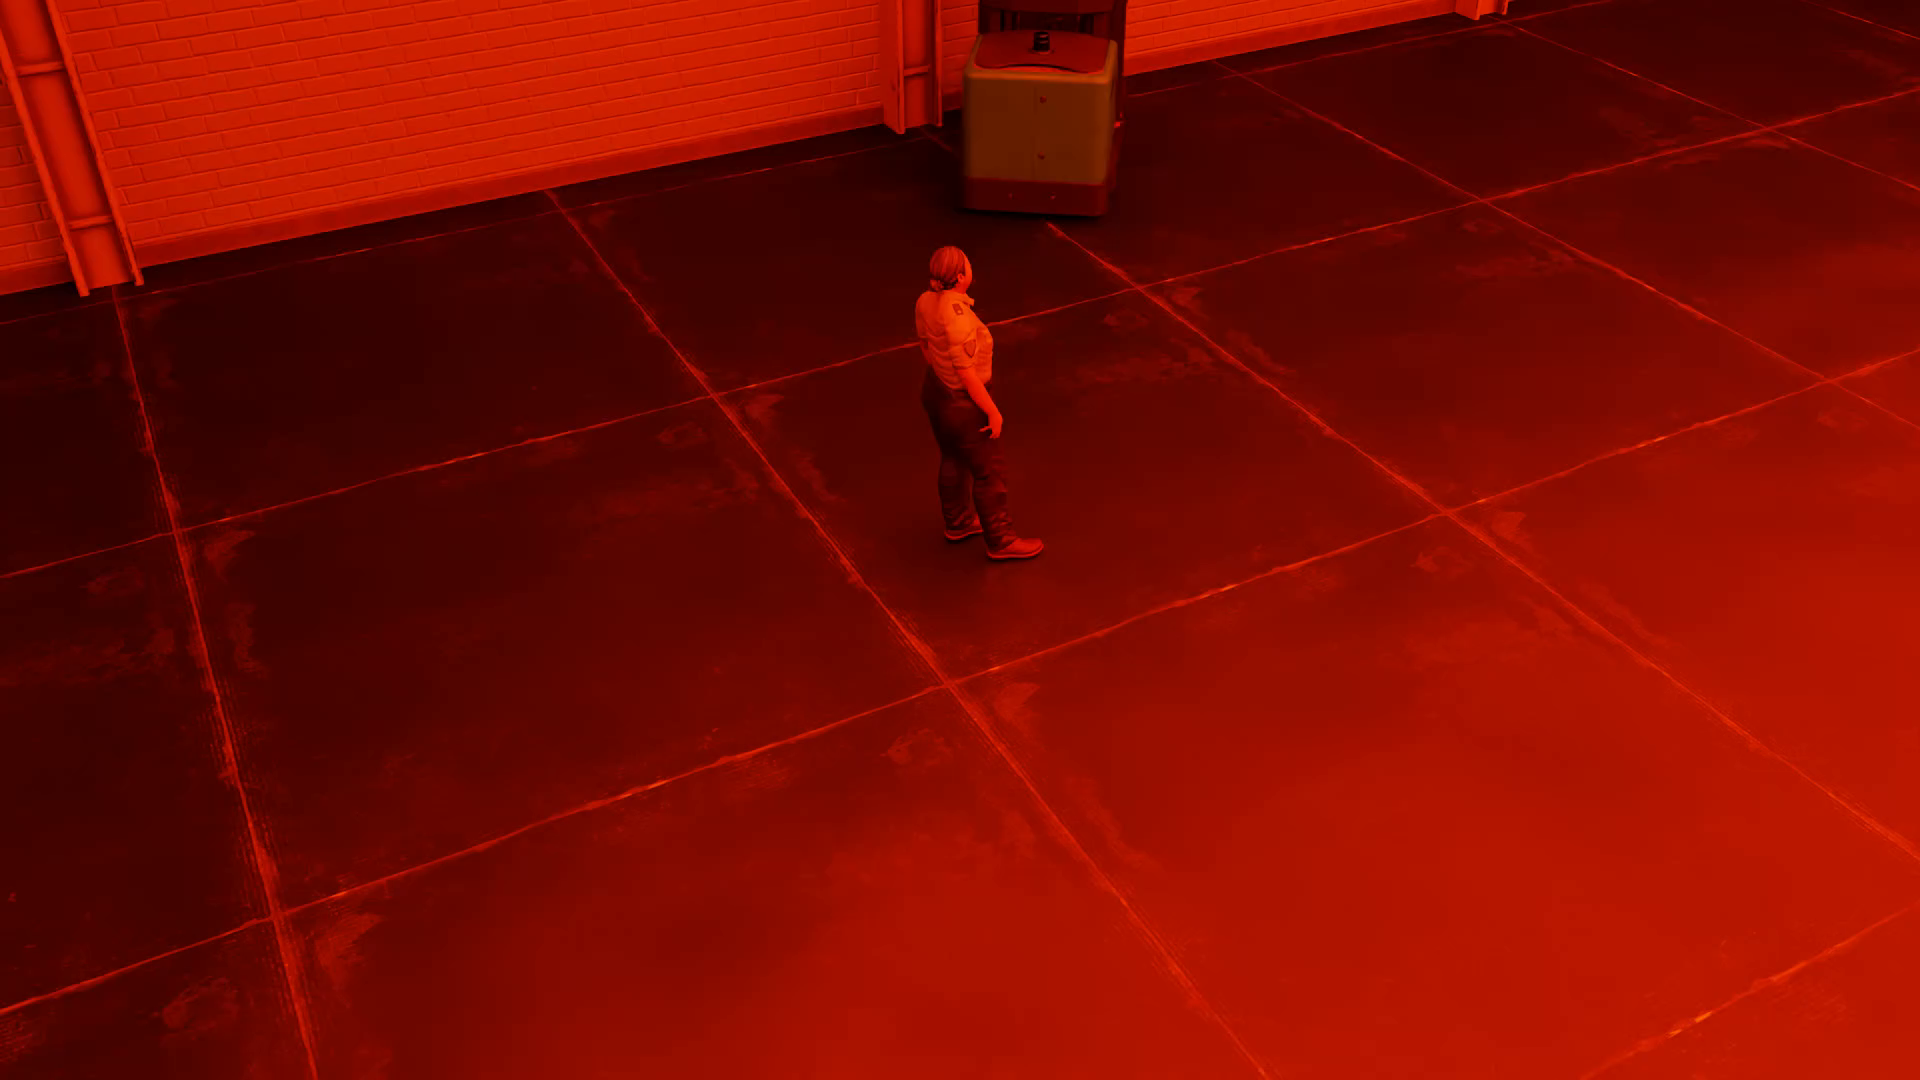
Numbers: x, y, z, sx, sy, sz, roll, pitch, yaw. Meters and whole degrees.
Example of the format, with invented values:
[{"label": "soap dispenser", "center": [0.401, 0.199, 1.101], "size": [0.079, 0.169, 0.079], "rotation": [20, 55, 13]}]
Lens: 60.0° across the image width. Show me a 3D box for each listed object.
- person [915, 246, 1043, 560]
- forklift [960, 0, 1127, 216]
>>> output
[{"label": "person", "center": [0.091, -0.691, 8.200], "size": [0.502, 1.651, 0.598], "rotation": [-17, 39, -23]}, {"label": "forklift", "center": [0.714, -4.330, 12.249], "size": [1.130, 2.935, 3.031], "rotation": [5, 36, 6]}]
